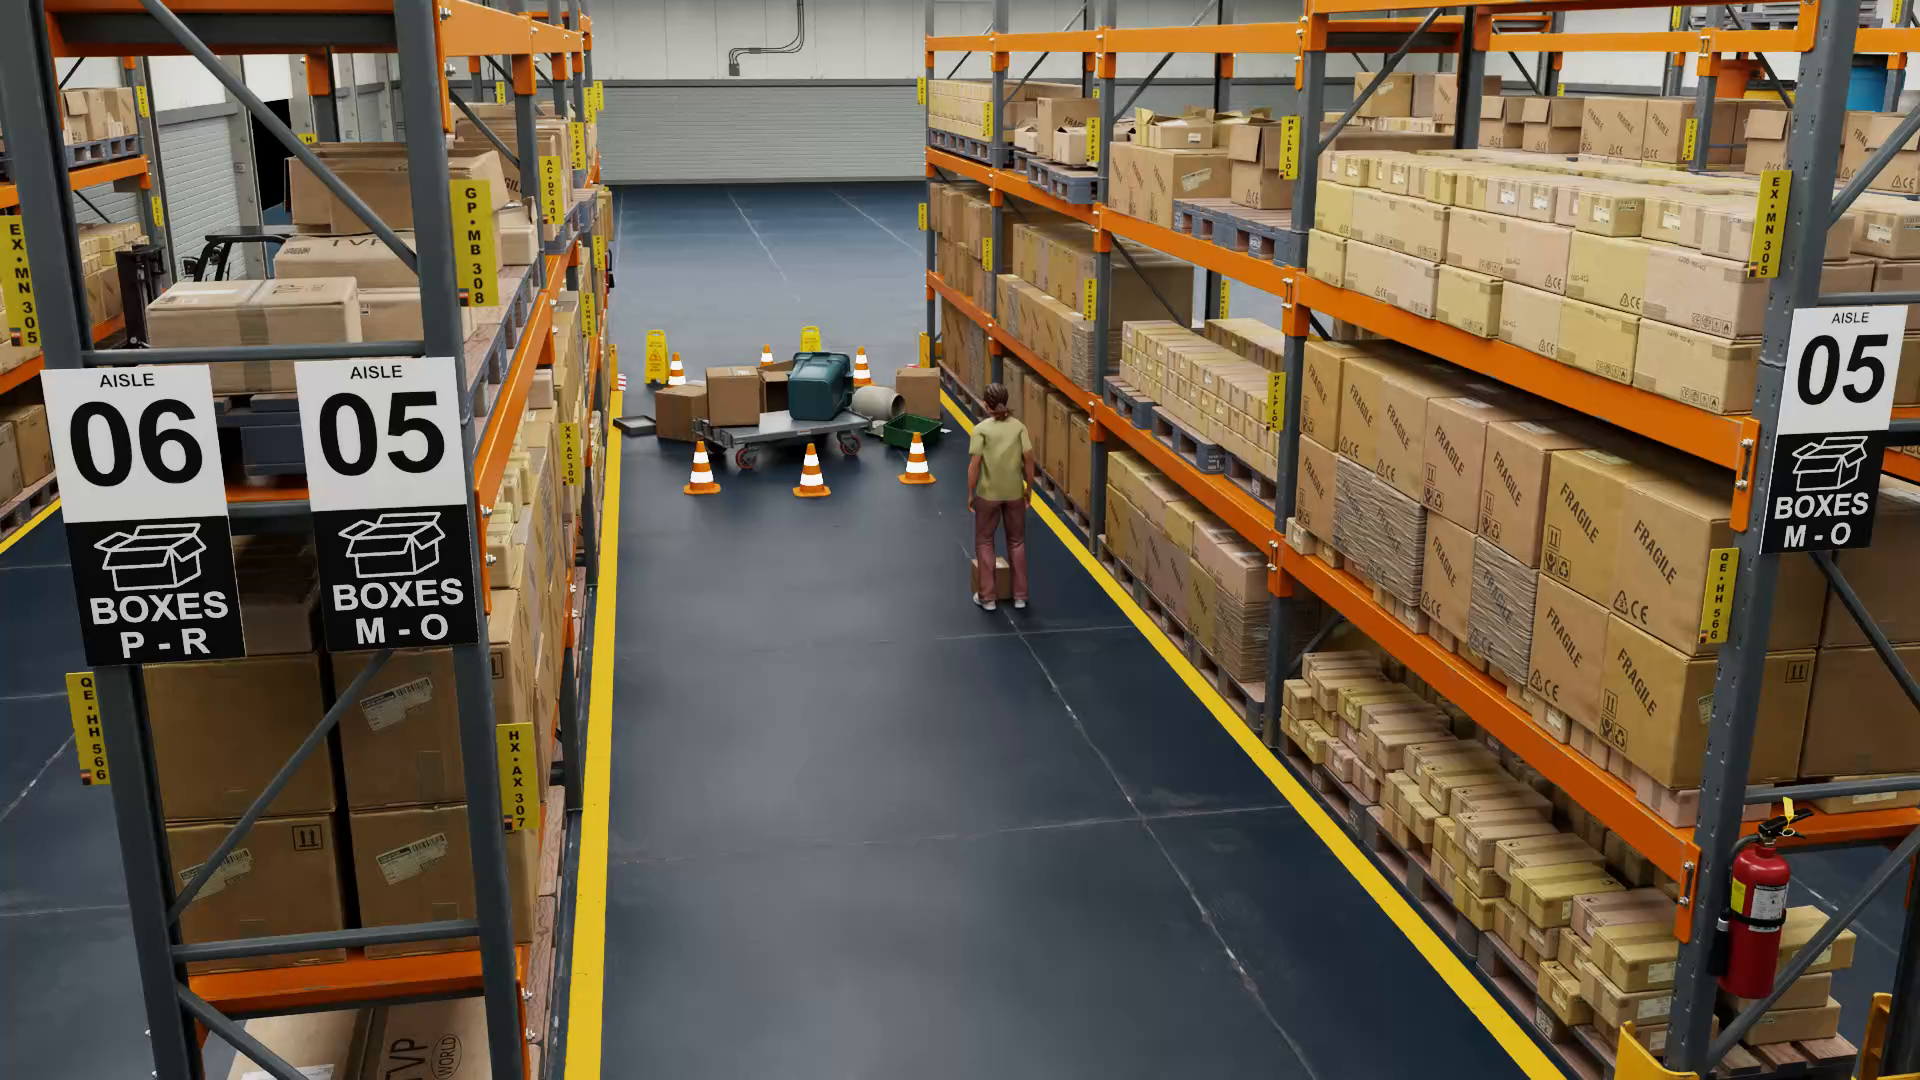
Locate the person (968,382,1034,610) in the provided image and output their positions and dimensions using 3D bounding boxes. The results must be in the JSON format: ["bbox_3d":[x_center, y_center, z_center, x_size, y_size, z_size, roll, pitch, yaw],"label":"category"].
[{"bbox_3d":[0.285,-0.319,12.123,0.502,1.671,0.346,-4,17,-13],"label":"person"}]
